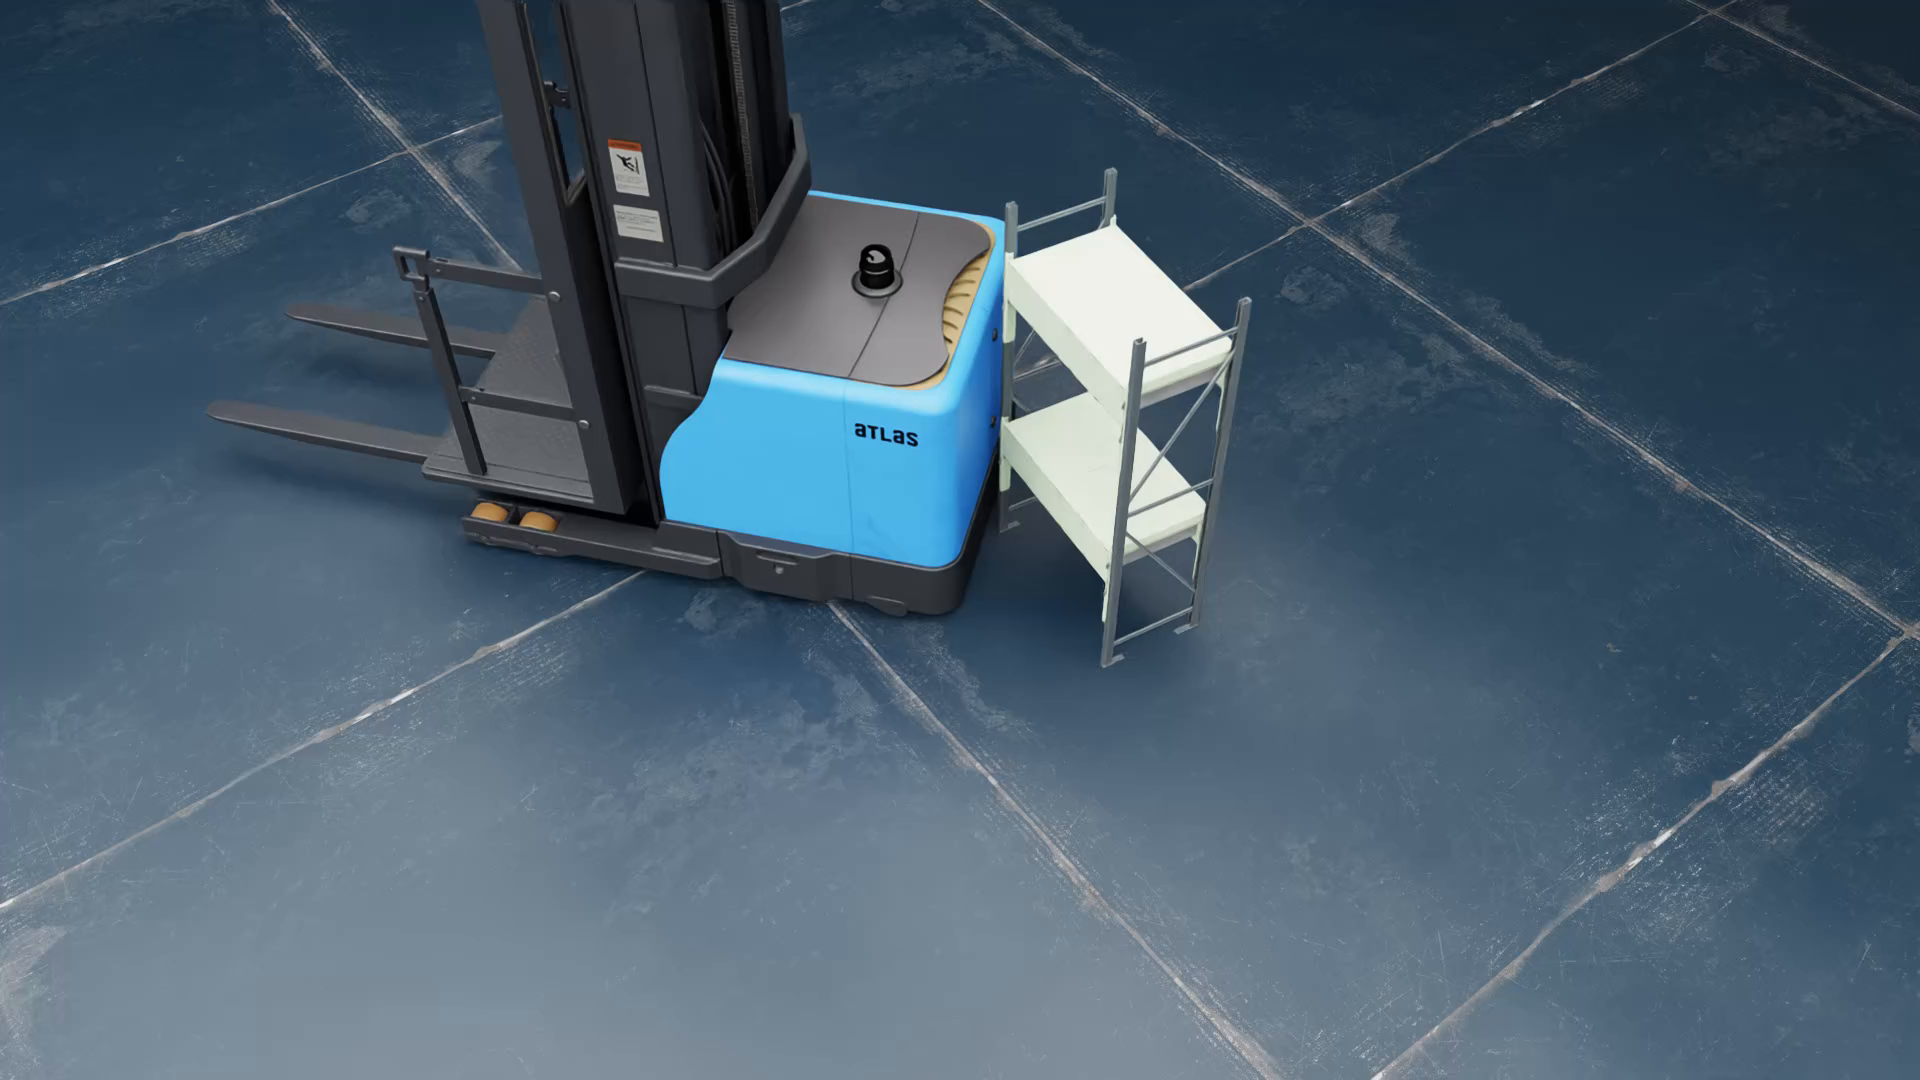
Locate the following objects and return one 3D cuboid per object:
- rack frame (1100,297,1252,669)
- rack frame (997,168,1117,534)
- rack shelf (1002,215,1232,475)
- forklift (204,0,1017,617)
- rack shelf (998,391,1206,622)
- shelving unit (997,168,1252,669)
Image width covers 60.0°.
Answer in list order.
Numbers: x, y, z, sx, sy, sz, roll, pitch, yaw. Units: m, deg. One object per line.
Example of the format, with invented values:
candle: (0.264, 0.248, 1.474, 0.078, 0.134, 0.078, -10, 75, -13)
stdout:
rack frame: (0.674, -0.130, 5.356, 0.400, 1.500, 0.023, -22, 52, -19)
rack frame: (0.320, -0.605, 5.787, 0.400, 1.500, 0.023, -22, 52, -19)
rack shelf: (0.497, -0.630, 5.282, 0.431, 0.370, 0.720, -22, 52, -19)
forklift: (-1.359, -1.298, 5.448, 3.031, 2.935, 1.130, 10, 49, 9)
rack shelf: (0.497, -0.149, 5.813, 0.431, 0.370, 0.720, -22, 52, -19)
shelving unit: (0.497, -0.368, 5.571, 0.431, 1.500, 0.755, -22, 52, -19)
